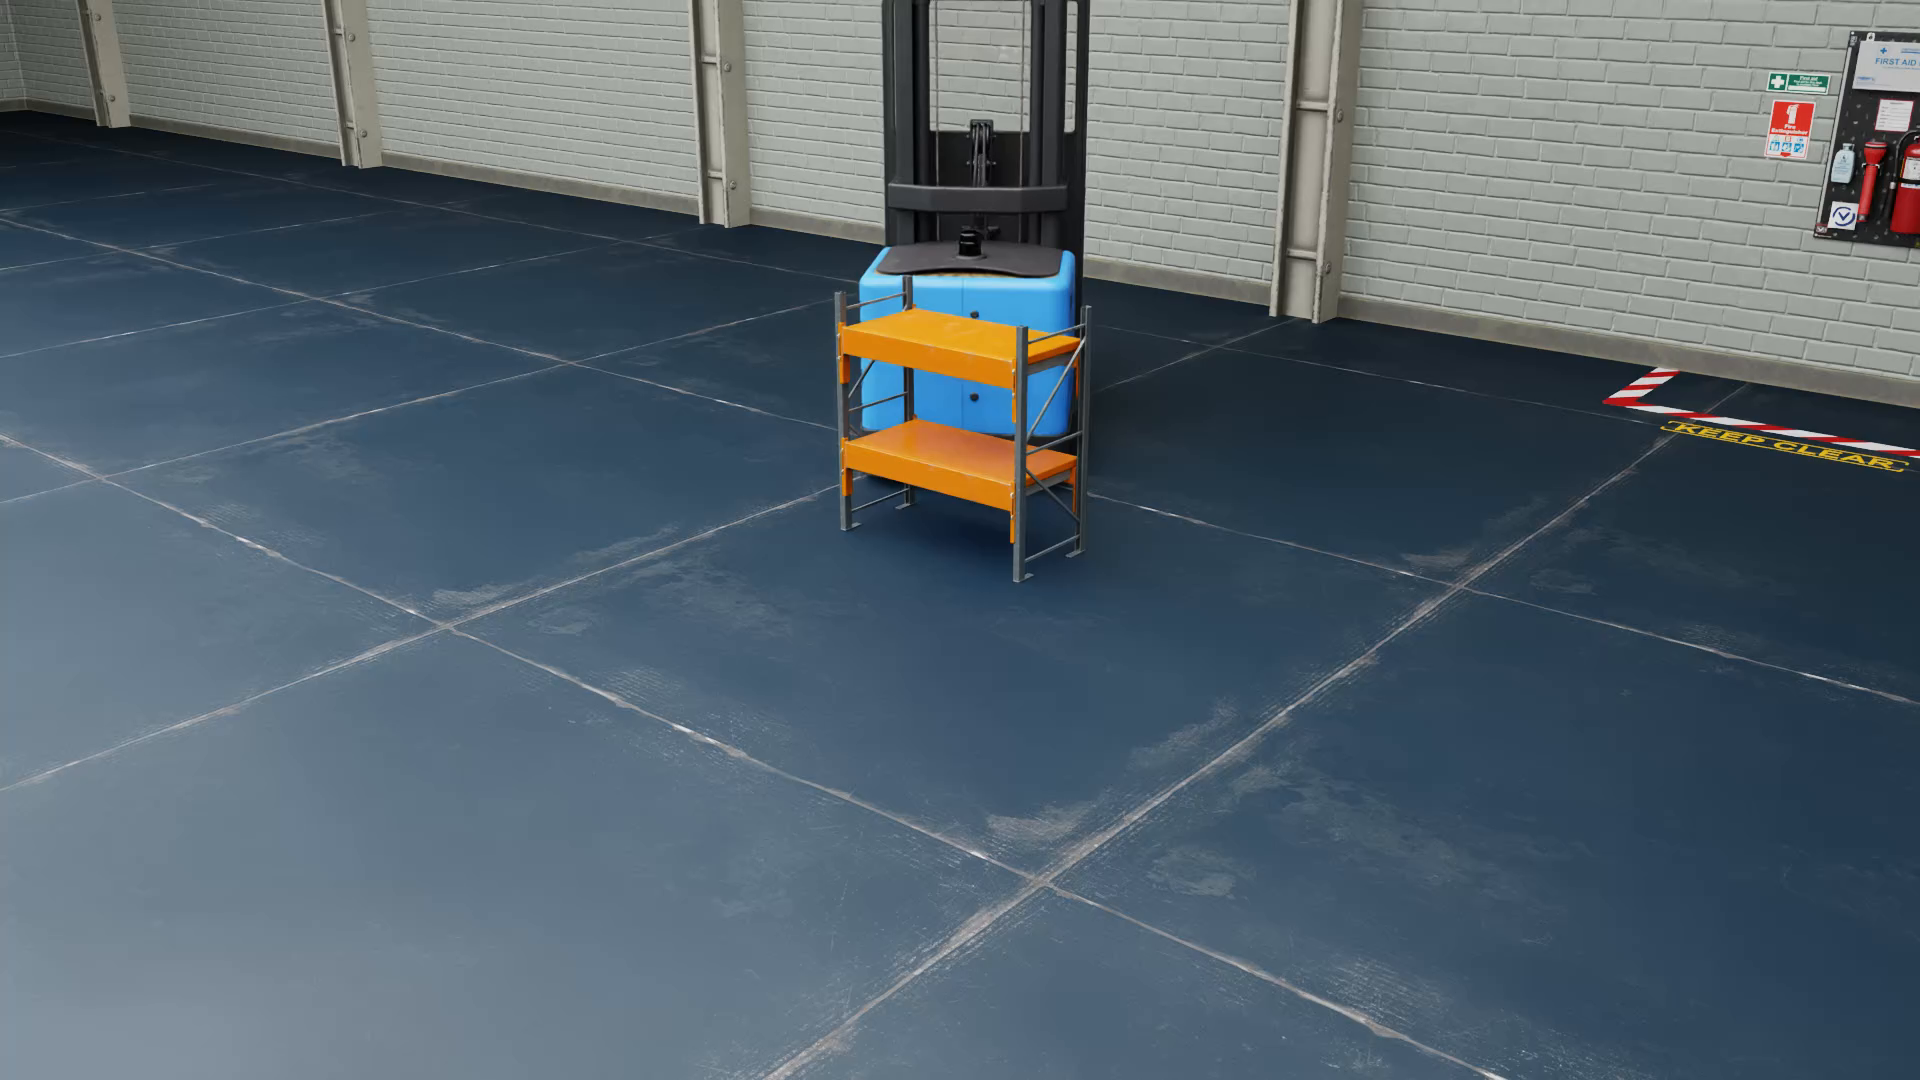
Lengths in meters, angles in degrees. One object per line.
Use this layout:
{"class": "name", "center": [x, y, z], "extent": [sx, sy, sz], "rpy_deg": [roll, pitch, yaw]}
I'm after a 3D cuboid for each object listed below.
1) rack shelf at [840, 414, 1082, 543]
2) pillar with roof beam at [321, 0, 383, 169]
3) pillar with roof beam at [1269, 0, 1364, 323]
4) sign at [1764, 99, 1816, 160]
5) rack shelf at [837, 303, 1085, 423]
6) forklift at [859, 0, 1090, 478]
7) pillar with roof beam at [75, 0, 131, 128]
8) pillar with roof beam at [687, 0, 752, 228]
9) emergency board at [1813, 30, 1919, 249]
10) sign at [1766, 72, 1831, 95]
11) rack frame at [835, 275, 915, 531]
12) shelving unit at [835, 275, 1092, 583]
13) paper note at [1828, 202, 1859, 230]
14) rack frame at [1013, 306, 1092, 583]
{"class": "rack shelf", "center": [0.005, -0.296, 7.552], "extent": [1.000, 0.278, 0.538], "rpy_deg": [16, 26, 36]}
{"class": "pillar with roof beam", "center": [-9.550, -7.322, 14.331], "extent": [0.400, 9.000, 9.100], "rpy_deg": [16, 26, 36]}
{"class": "pillar with roof beam", "center": [-0.254, -4.645, 7.232], "extent": [0.400, 9.000, 9.100], "rpy_deg": [16, 26, 36]}
{"class": "sign", "center": [4.863, -2.406, 9.746], "extent": [0.234, 0.329, 0.001], "rpy_deg": [16, 26, 36]}
{"class": "rack shelf", "center": [0.005, -0.799, 7.362], "extent": [1.000, 0.278, 0.538], "rpy_deg": [16, 26, 36]}
{"class": "forklift", "center": [0.159, -2.133, 9.170], "extent": [1.130, 2.935, 3.031], "rpy_deg": [2, 21, 5]}
{"class": "pillar with roof beam", "center": [-14.199, -8.661, 17.881], "extent": [0.400, 9.000, 9.100], "rpy_deg": [16, 26, 36]}
{"class": "pillar with roof beam", "center": [-4.902, -5.983, 10.781], "extent": [0.400, 9.000, 9.100], "rpy_deg": [16, 26, 36]}
{"class": "emergency board", "center": [5.226, -2.238, 9.351], "extent": [0.643, 1.169, 0.194], "rpy_deg": [16, 26, 36]}
{"class": "sign", "center": [4.861, -2.650, 9.644], "extent": [0.331, 0.109, 0.001], "rpy_deg": [16, 26, 36]}
{"class": "rack frame", "center": [-0.389, -0.638, 7.766], "extent": [0.032, 1.125, 0.500], "rpy_deg": [16, 26, 36]}
{"class": "shelving unit", "center": [0.005, -0.525, 7.466], "extent": [1.048, 1.125, 0.538], "rpy_deg": [16, 26, 36]}
{"class": "paper note", "center": [5.133, -1.884, 9.661], "extent": [0.142, 0.148, 0.016], "rpy_deg": [16, 26, 36]}
{"class": "rack frame", "center": [0.399, -0.411, 7.165], "extent": [0.032, 1.125, 0.500], "rpy_deg": [16, 26, 36]}
